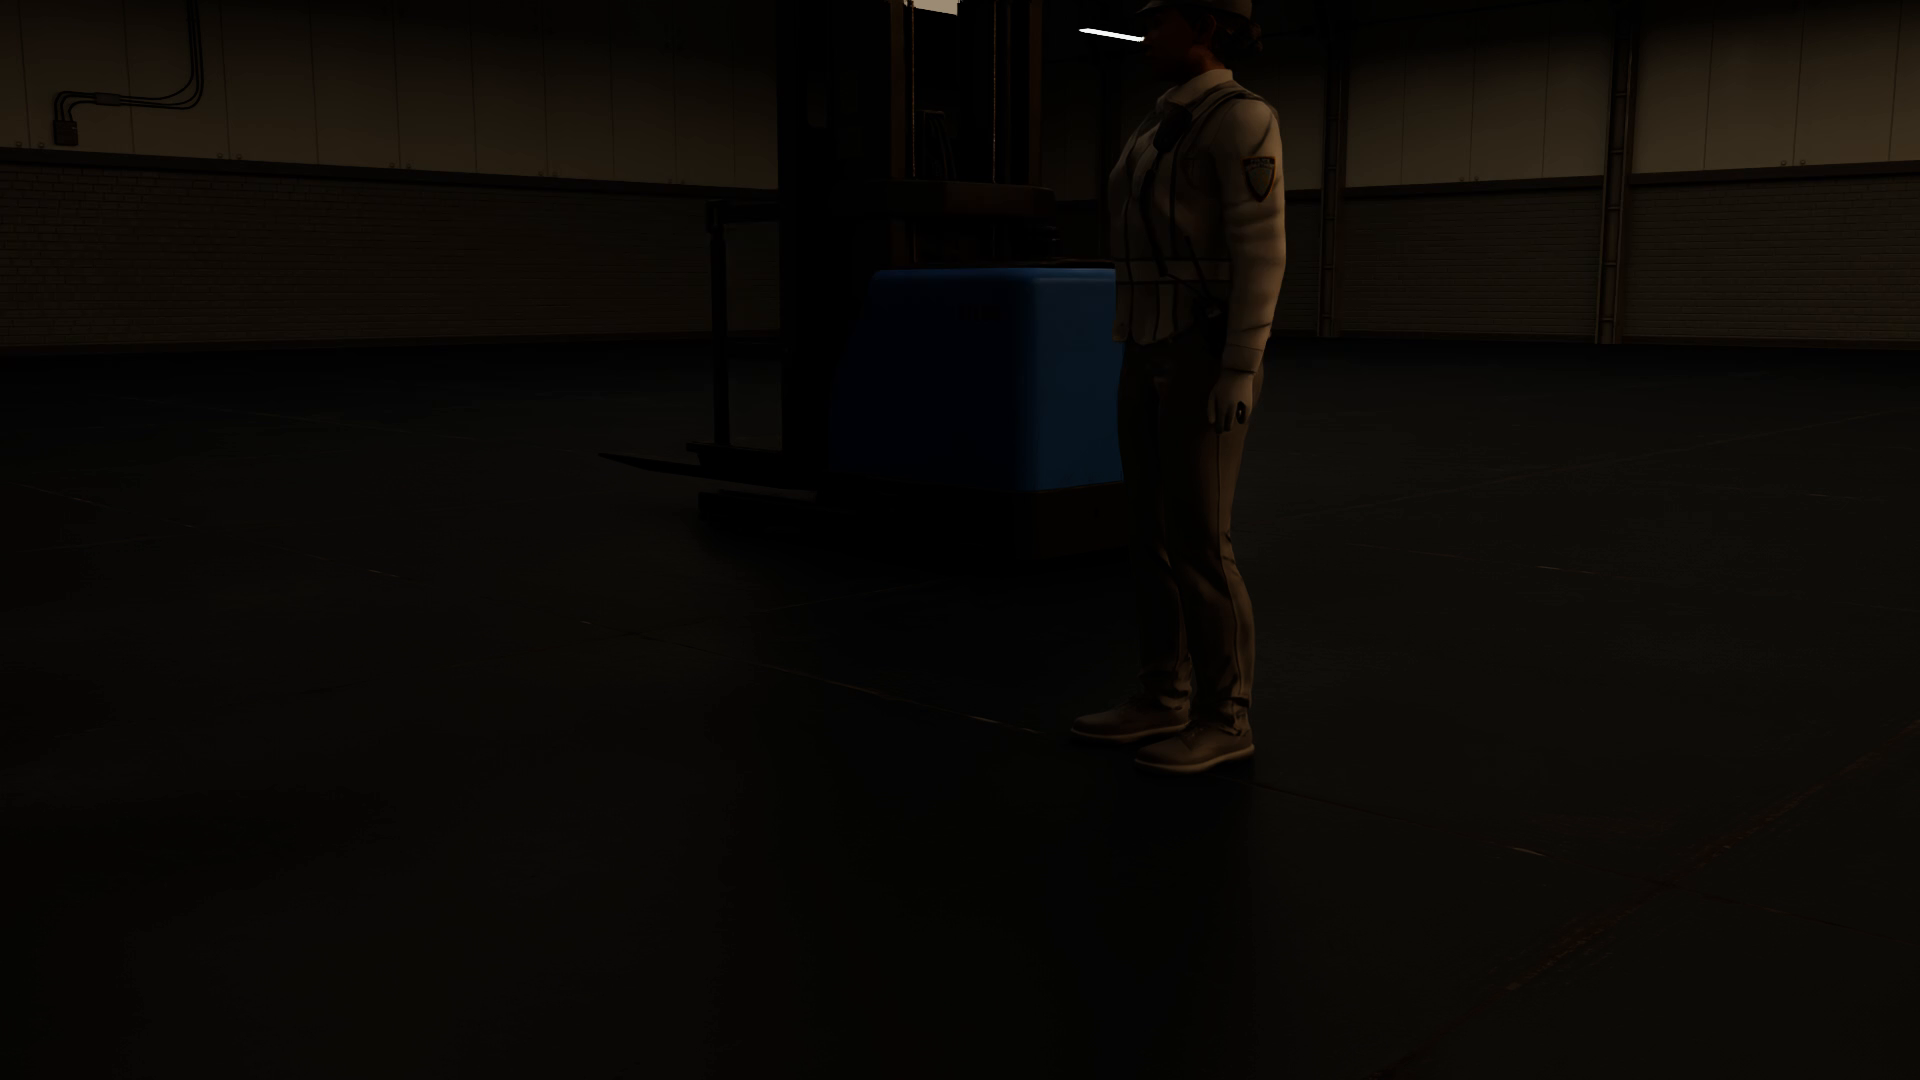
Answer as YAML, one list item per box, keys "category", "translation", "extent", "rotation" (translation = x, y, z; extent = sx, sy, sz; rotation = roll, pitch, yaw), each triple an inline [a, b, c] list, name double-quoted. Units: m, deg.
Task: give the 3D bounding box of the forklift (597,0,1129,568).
- category: "forklift"
  translation: [-0.455, -1.516, 6.941]
  extent: [1.130, 2.935, 3.031]
  rotation: [-8, 12, -43]

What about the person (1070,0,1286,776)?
- category: "person"
  translation: [0.459, -0.365, 3.501]
  extent: [0.342, 1.687, 0.513]
  rotation: [-3, 9, -18]
